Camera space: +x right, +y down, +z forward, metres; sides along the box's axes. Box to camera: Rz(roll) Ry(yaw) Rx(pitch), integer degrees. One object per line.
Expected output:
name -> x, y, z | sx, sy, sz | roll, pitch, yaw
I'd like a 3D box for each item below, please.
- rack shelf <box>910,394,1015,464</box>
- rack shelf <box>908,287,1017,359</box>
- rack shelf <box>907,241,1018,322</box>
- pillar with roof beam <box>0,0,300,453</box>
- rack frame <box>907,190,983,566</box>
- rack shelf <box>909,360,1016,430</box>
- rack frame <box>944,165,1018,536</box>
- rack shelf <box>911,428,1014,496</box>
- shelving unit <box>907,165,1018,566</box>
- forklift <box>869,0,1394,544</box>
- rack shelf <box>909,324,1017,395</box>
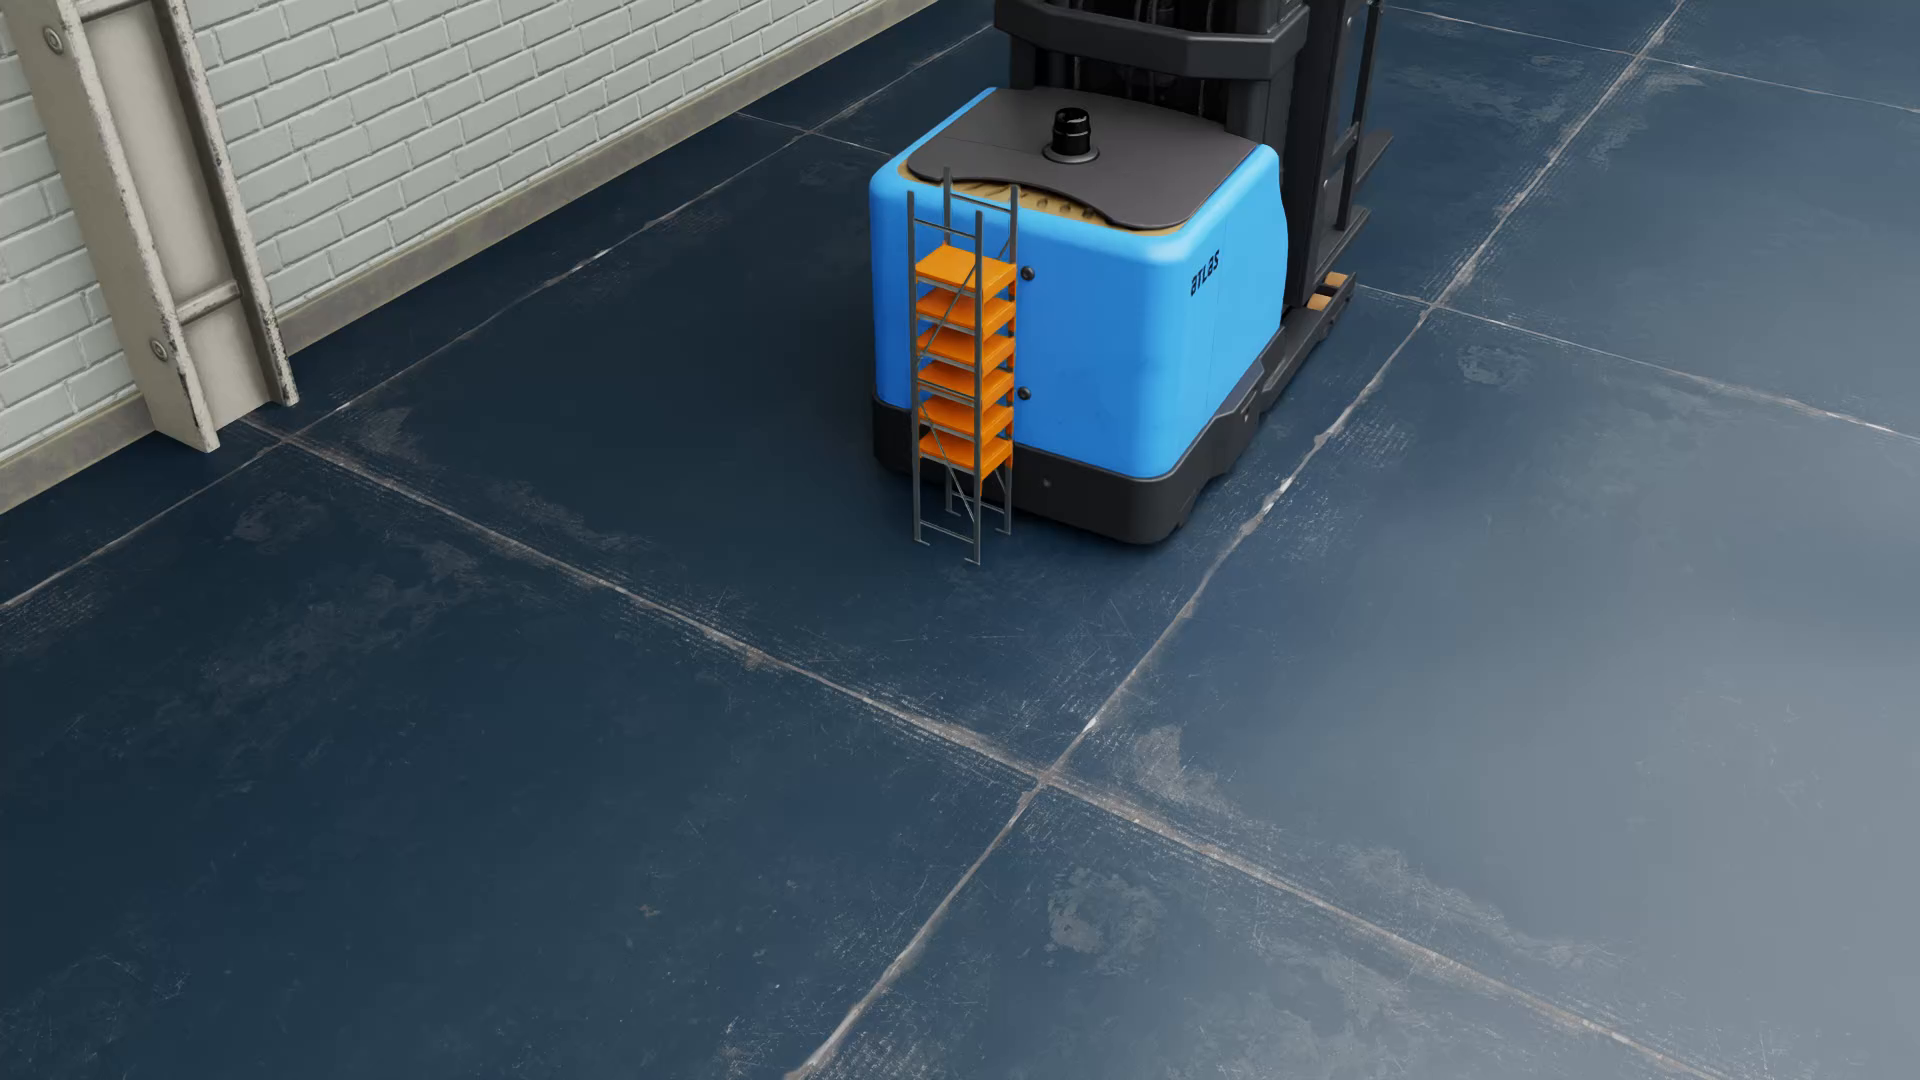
rack shelf -> 0.008, -0.352, 4.994 | 0.258, 0.103, 0.180 | 21, 42, 25
rack shelf -> 0.008, -0.638, 4.774 | 0.258, 0.103, 0.180 | 21, 42, 25
rack shelf -> 0.008, -0.733, 4.701 | 0.258, 0.103, 0.180 | 21, 42, 25
pillar with roof beam -> 1.062, -2.601, 1.254 | 9.100, 9.000, 0.400 | 21, 42, 25
rack frame -> -0.041, -0.435, 4.832 | 0.240, 1.200, 0.006 | 21, 42, 25
rack shelf -> 0.008, -0.447, 4.920 | 0.258, 0.103, 0.180 | 21, 42, 25
rack frame -> 0.057, -0.530, 4.955 | 0.240, 1.200, 0.006 | 21, 42, 25
rack shelf -> 0.008, -0.257, 5.067 | 0.258, 0.103, 0.180 | 21, 42, 25
shelving unit -> 0.008, -0.483, 4.893 | 0.258, 1.200, 0.189 | 21, 42, 25
forklift -> 0.857, -2.032, 5.486 | 1.130, 2.935, 3.031 | 18, 41, 22
rack shelf -> 0.008, -0.543, 4.847 | 0.258, 0.103, 0.180 | 21, 42, 25
